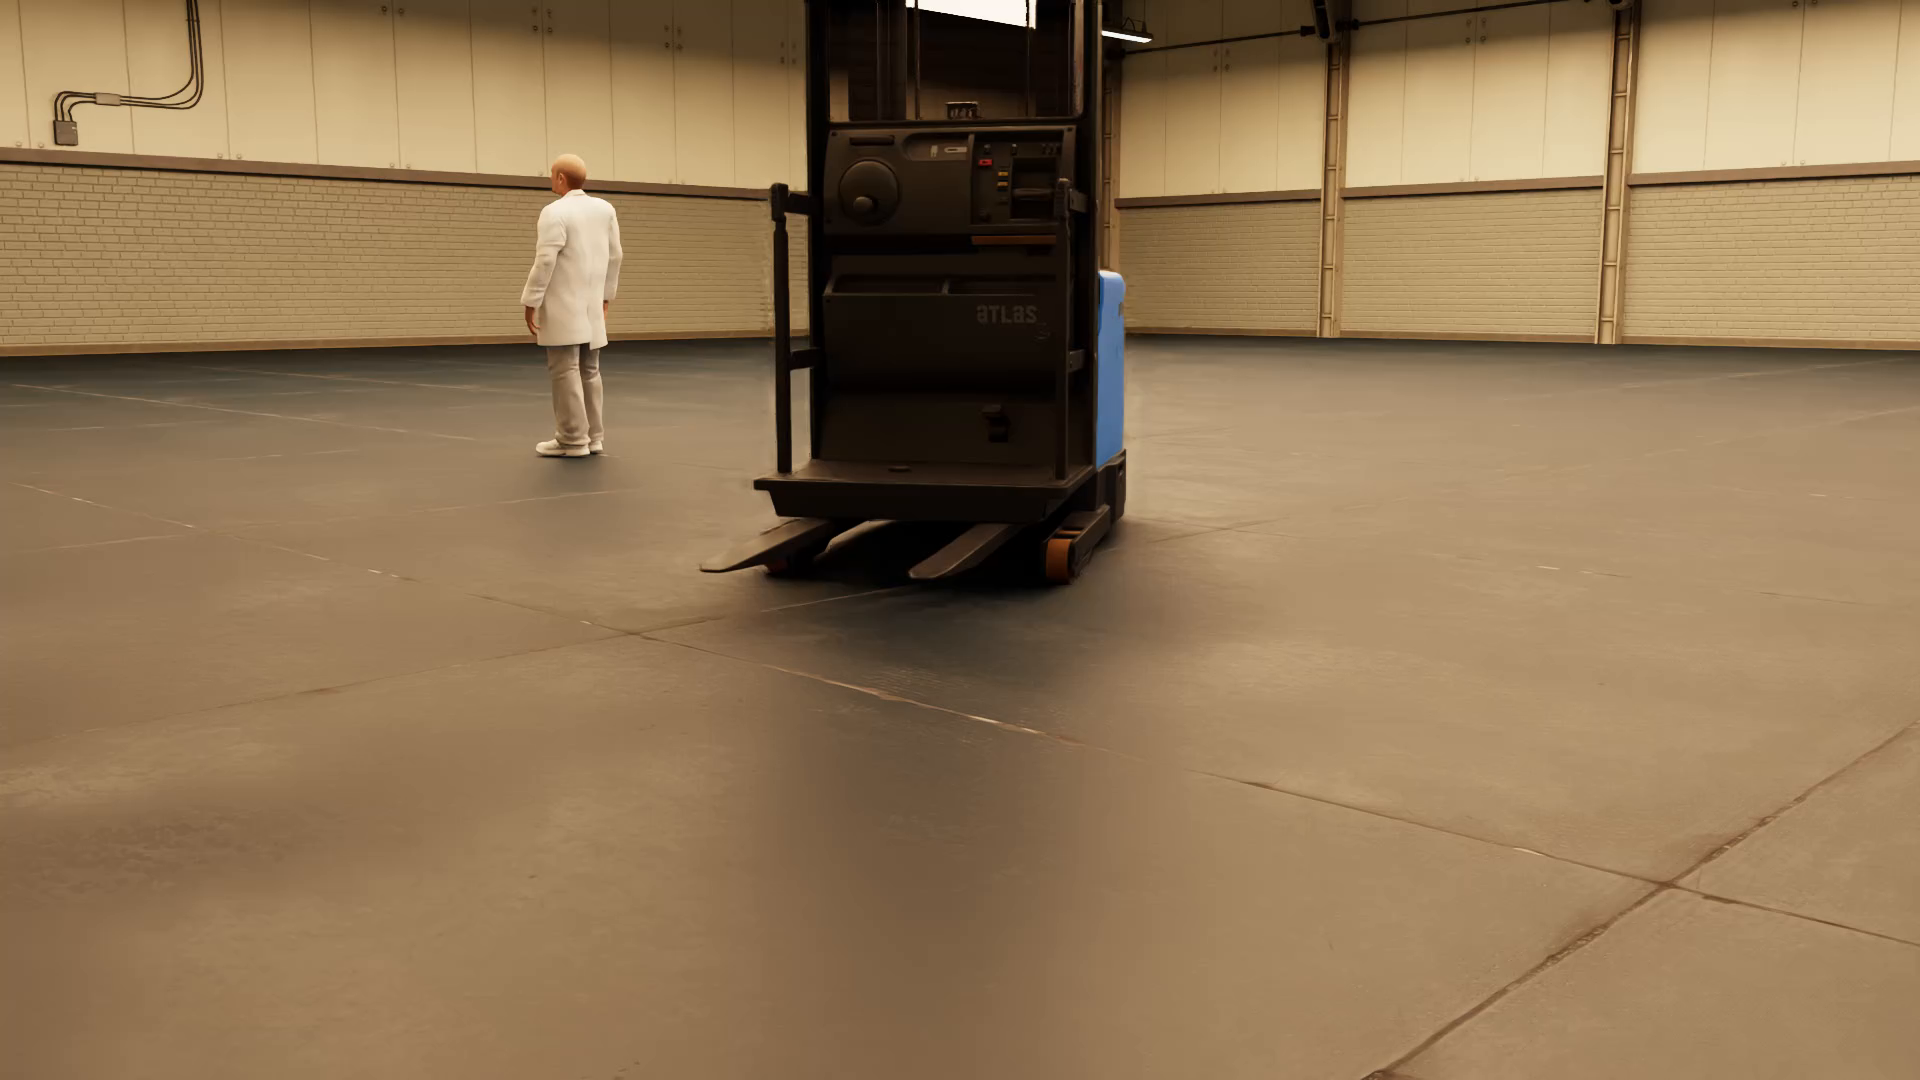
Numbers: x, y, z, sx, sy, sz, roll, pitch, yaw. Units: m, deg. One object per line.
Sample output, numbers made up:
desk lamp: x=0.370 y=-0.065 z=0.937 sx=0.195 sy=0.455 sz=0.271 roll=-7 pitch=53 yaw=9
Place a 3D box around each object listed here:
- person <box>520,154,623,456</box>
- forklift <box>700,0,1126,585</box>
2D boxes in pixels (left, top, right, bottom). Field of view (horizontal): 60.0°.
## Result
person: x=-2.393 y=-1.396 z=9.973 sx=0.581 sy=1.775 sz=0.694 roll=6 pitch=10 yaw=34
forklift: x=-0.084 y=-1.355 z=5.870 sx=1.130 sy=2.935 sz=3.031 roll=2 pitch=9 yaw=12
